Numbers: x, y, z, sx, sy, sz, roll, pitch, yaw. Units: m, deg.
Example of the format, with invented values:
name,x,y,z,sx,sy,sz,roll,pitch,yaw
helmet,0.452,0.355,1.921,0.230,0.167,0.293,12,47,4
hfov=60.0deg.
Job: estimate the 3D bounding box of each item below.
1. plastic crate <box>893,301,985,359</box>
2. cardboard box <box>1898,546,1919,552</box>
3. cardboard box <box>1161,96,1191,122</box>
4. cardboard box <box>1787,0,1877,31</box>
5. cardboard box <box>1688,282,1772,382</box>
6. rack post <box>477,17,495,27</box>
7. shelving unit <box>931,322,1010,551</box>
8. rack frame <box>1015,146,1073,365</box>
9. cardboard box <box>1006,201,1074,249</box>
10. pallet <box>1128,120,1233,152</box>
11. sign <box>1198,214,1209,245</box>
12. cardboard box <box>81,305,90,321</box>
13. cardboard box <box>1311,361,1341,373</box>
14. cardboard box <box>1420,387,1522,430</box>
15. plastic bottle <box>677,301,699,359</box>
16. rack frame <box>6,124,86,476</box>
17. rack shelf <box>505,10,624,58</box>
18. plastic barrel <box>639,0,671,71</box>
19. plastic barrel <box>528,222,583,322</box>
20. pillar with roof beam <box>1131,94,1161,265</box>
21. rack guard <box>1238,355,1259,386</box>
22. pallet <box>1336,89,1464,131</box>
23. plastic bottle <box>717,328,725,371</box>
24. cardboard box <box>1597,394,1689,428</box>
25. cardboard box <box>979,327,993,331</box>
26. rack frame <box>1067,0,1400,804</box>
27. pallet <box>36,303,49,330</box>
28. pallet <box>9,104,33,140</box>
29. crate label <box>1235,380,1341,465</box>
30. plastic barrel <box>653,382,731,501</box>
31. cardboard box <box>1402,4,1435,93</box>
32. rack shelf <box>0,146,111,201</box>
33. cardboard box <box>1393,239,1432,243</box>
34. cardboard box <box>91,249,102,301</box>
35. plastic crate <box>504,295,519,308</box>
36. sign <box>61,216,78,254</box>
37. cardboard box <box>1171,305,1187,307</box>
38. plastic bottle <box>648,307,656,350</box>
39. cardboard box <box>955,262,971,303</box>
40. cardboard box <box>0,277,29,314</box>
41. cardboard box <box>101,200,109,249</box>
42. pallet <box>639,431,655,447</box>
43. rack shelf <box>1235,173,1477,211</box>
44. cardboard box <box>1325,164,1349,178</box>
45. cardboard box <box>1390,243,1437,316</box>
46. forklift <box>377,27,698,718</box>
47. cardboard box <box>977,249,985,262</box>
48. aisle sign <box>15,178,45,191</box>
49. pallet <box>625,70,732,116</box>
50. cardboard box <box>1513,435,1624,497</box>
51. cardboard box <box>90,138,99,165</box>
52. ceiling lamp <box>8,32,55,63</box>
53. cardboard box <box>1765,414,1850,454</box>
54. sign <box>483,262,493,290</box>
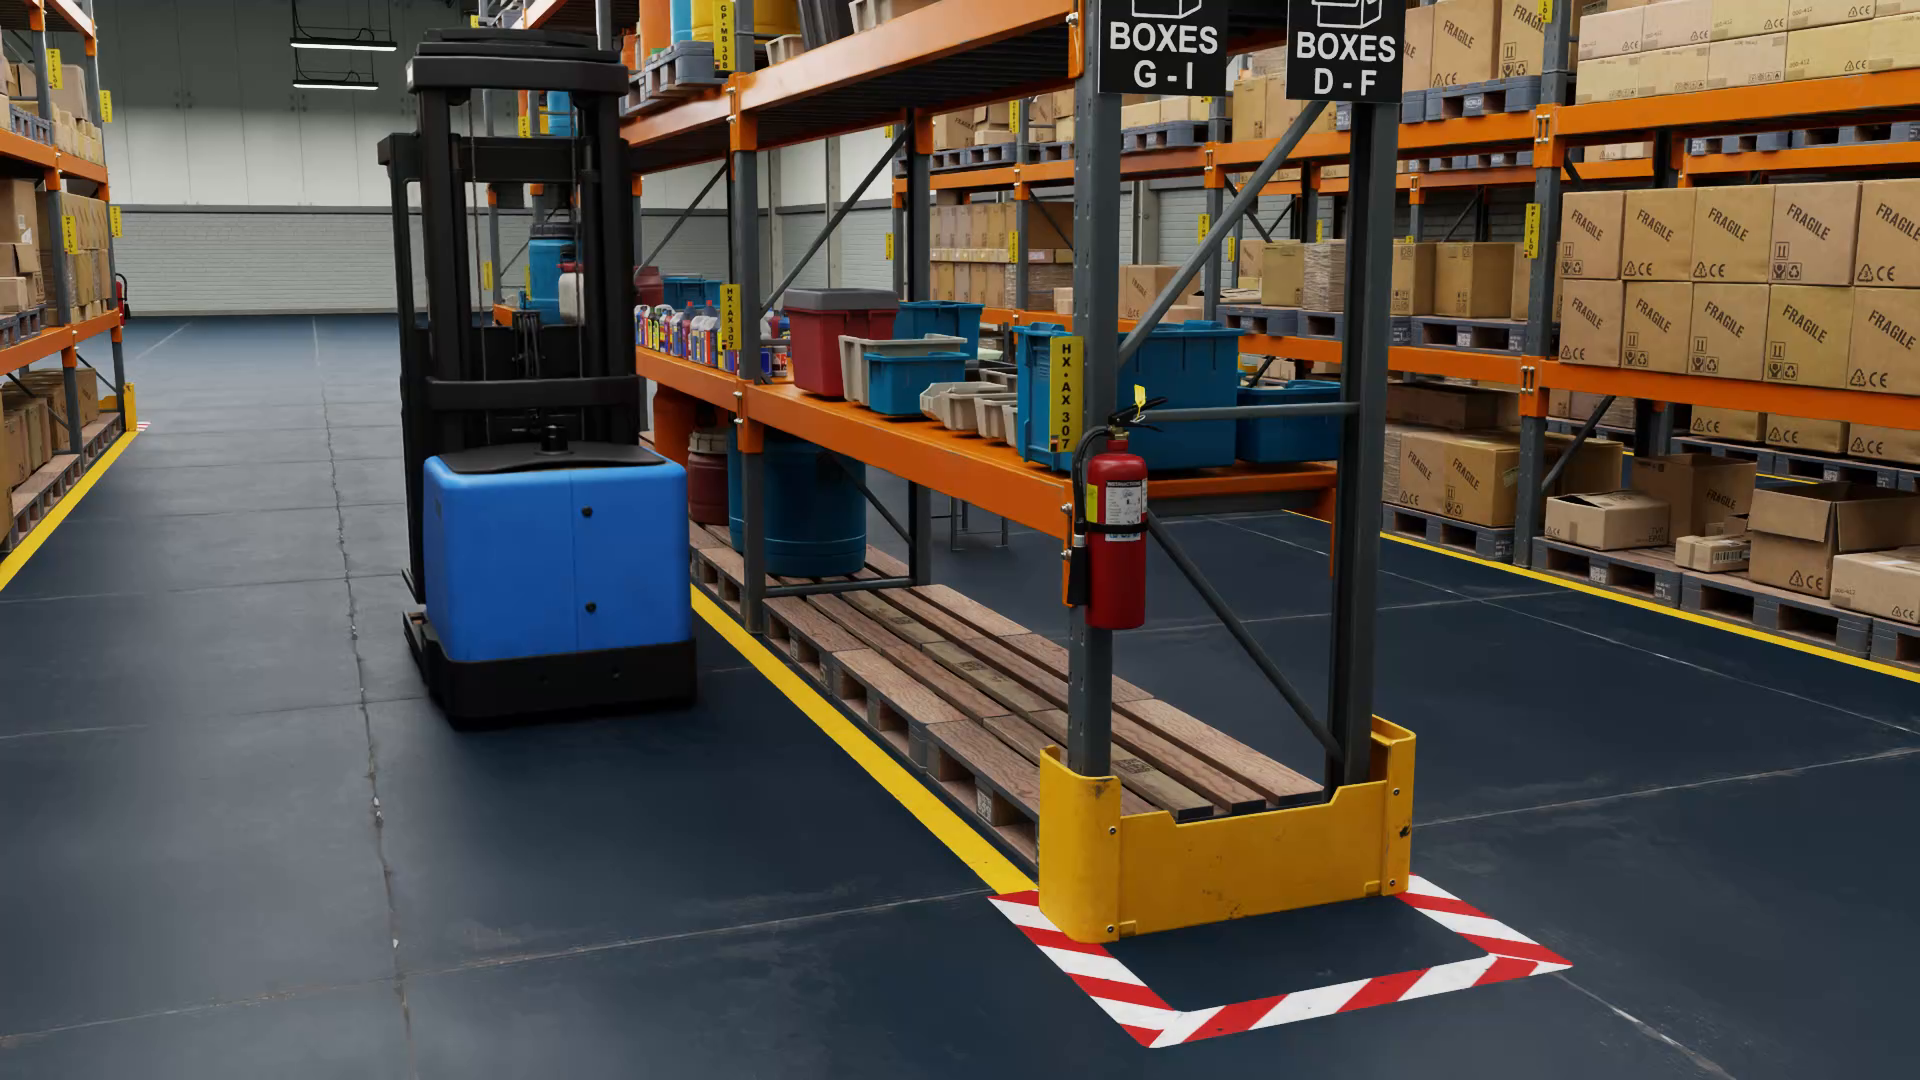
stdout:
name,x,y,z,sx,sy,sz,roll,pitch,yaw
plastic crate,-0.155,-0.989,8.287,0.392,0.384,0.575,-4,11,-21
cardboard box,5.131,0.185,8.411,0.500,0.250,0.500,-4,11,-21
cardboard box,2.103,-3.753,14.616,0.500,0.250,0.500,-4,11,-19
cardboard box,4.456,-2.644,8.153,0.500,0.250,0.500,-4,11,-21
cardboard box,4.275,-1.119,8.859,0.500,0.500,0.500,-4,11,-21
rack post,-4.835,-5.556,18.389,0.937,0.300,0.954,-3,10,-15
shelving unit,-0.002,-0.739,11.295,0.431,1.500,0.755,-4,11,-21
rack frame,1.077,-2.641,17.703,1.000,3.000,0.127,-4,11,-21
cardboard box,0.911,-3.401,17.985,0.700,0.500,0.500,-4,11,-21
pallet,2.198,-3.477,14.377,1.213,0.211,1.003,-3,11,-18
sign,2.011,-2.522,13.730,0.100,0.325,0.005,-4,11,-21
cardboard box,-8.301,-2.108,15.422,0.380,0.149,0.250,-4,11,-21
cardboard box,4.836,-2.260,21.443,0.700,0.500,0.500,-5,11,-24
cardboard box,3.666,-0.948,11.925,0.500,0.250,0.500,-4,11,-21
plastic bottle,-1.679,-1.306,10.340,0.144,0.351,0.185,-4,11,-21
rack frame,-8.157,-2.013,14.172,1.000,3.000,0.127,-4,11,-21
rack shelf,-4.265,-5.056,17.347,1.077,0.370,4.000,-4,11,-21
plastic barrel,-1.888,-3.477,11.409,0.600,0.830,0.708,-4,11,-21
plastic barrel,-3.683,-2.492,15.432,0.600,0.901,0.708,-4,11,-21
pillar with roof beam,-0.883,-7.209,26.255,9.100,9.000,0.400,-4,11,-21
rack guard,4.271,-2.366,23.293,1.175,0.500,0.348,-4,11,-21
pallet,3.427,-3.000,11.689,1.213,0.211,1.003,-4,11,-21
plastic bottle,-1.280,-1.126,9.329,0.144,0.351,0.185,-4,11,-21
cardboard box,6.833,-1.403,16.625,0.700,0.500,0.500,-4,11,-20
cardboard box,0.099,-2.448,21.125,0.500,0.500,0.500,-4,11,-21
rack frame,0.808,-0.369,4.927,1.000,3.000,0.127,-4,11,-21
pallet,-8.016,-1.785,13.435,1.003,0.211,1.213,-4,11,-21
pallet,-7.654,-3.121,12.370,1.213,0.211,1.003,-4,11,-21
crate label,1.025,-0.377,5.281,0.416,0.233,0.303,-4,11,-21
plastic barrel,-1.898,-0.734,11.979,0.600,0.830,0.708,-4,11,-21
cardboard box,3.377,-3.422,11.756,0.600,0.600,0.600,-4,11,-23
rack shelf,-8.882,-3.462,15.807,1.077,0.370,4.000,-4,11,-21
cardboard box,5.233,-3.319,19.743,0.500,0.500,0.500,-4,11,-21
cardboard box,-8.999,-2.612,16.403,0.875,0.500,0.500,-4,11,-21
plastic crate,-4.966,-2.684,18.696,0.298,0.136,0.250,-4,11,-21
sign,-7.641,-2.619,14.272,0.100,0.325,0.005,-4,11,-21
cardboard box,2.012,-2.069,15.204,0.380,0.149,0.250,-3,11,-17
plastic bottle,-2.062,-1.426,11.202,0.061,0.283,0.133,-4,11,-21
cardboard box,0.349,-3.014,19.512,0.700,0.500,0.500,-4,11,-19
cardboard box,-7.101,-1.781,12.097,0.500,0.250,0.500,-4,11,-23
cardboard box,-9.177,-3.280,17.303,0.500,0.500,0.500,-4,11,-21
pallet,-3.220,-0.829,15.476,1.003,0.211,1.213,-4,11,-21
rack shelf,4.968,-4.405,21.109,1.077,0.370,4.000,-4,11,-21
cardboard box,4.872,-4.730,20.539,0.500,0.500,0.500,-4,11,-23
cardboard box,3.279,-1.876,11.915,0.700,0.500,0.500,-7,12,-35
forklift,-2.194,-0.909,8.161,1.130,2.935,3.031,-4,11,-23
cardboard box,0.412,-3.207,18.744,0.380,0.149,0.250,-4,11,-21
aisle sign,-9.909,-3.937,17.564,0.394,0.787,0.004,-4,11,-21
pallet,-1.431,-2.712,10.076,1.003,0.211,1.213,-4,11,-21
cardboard box,4.028,-0.416,11.073,0.500,0.500,0.500,-4,11,-23
cardboard box,-9.011,-3.925,16.784,0.500,0.250,0.500,-4,11,-21
ceiling lamp,-22.212,-12.414,38.849,2.000,3.185,0.800,-4,11,-21
cardboard box,7.598,-1.180,14.427,0.750,0.750,0.750,-4,11,-21
sign,-5.505,-3.082,19.393,0.100,0.325,0.005,-4,11,-21
